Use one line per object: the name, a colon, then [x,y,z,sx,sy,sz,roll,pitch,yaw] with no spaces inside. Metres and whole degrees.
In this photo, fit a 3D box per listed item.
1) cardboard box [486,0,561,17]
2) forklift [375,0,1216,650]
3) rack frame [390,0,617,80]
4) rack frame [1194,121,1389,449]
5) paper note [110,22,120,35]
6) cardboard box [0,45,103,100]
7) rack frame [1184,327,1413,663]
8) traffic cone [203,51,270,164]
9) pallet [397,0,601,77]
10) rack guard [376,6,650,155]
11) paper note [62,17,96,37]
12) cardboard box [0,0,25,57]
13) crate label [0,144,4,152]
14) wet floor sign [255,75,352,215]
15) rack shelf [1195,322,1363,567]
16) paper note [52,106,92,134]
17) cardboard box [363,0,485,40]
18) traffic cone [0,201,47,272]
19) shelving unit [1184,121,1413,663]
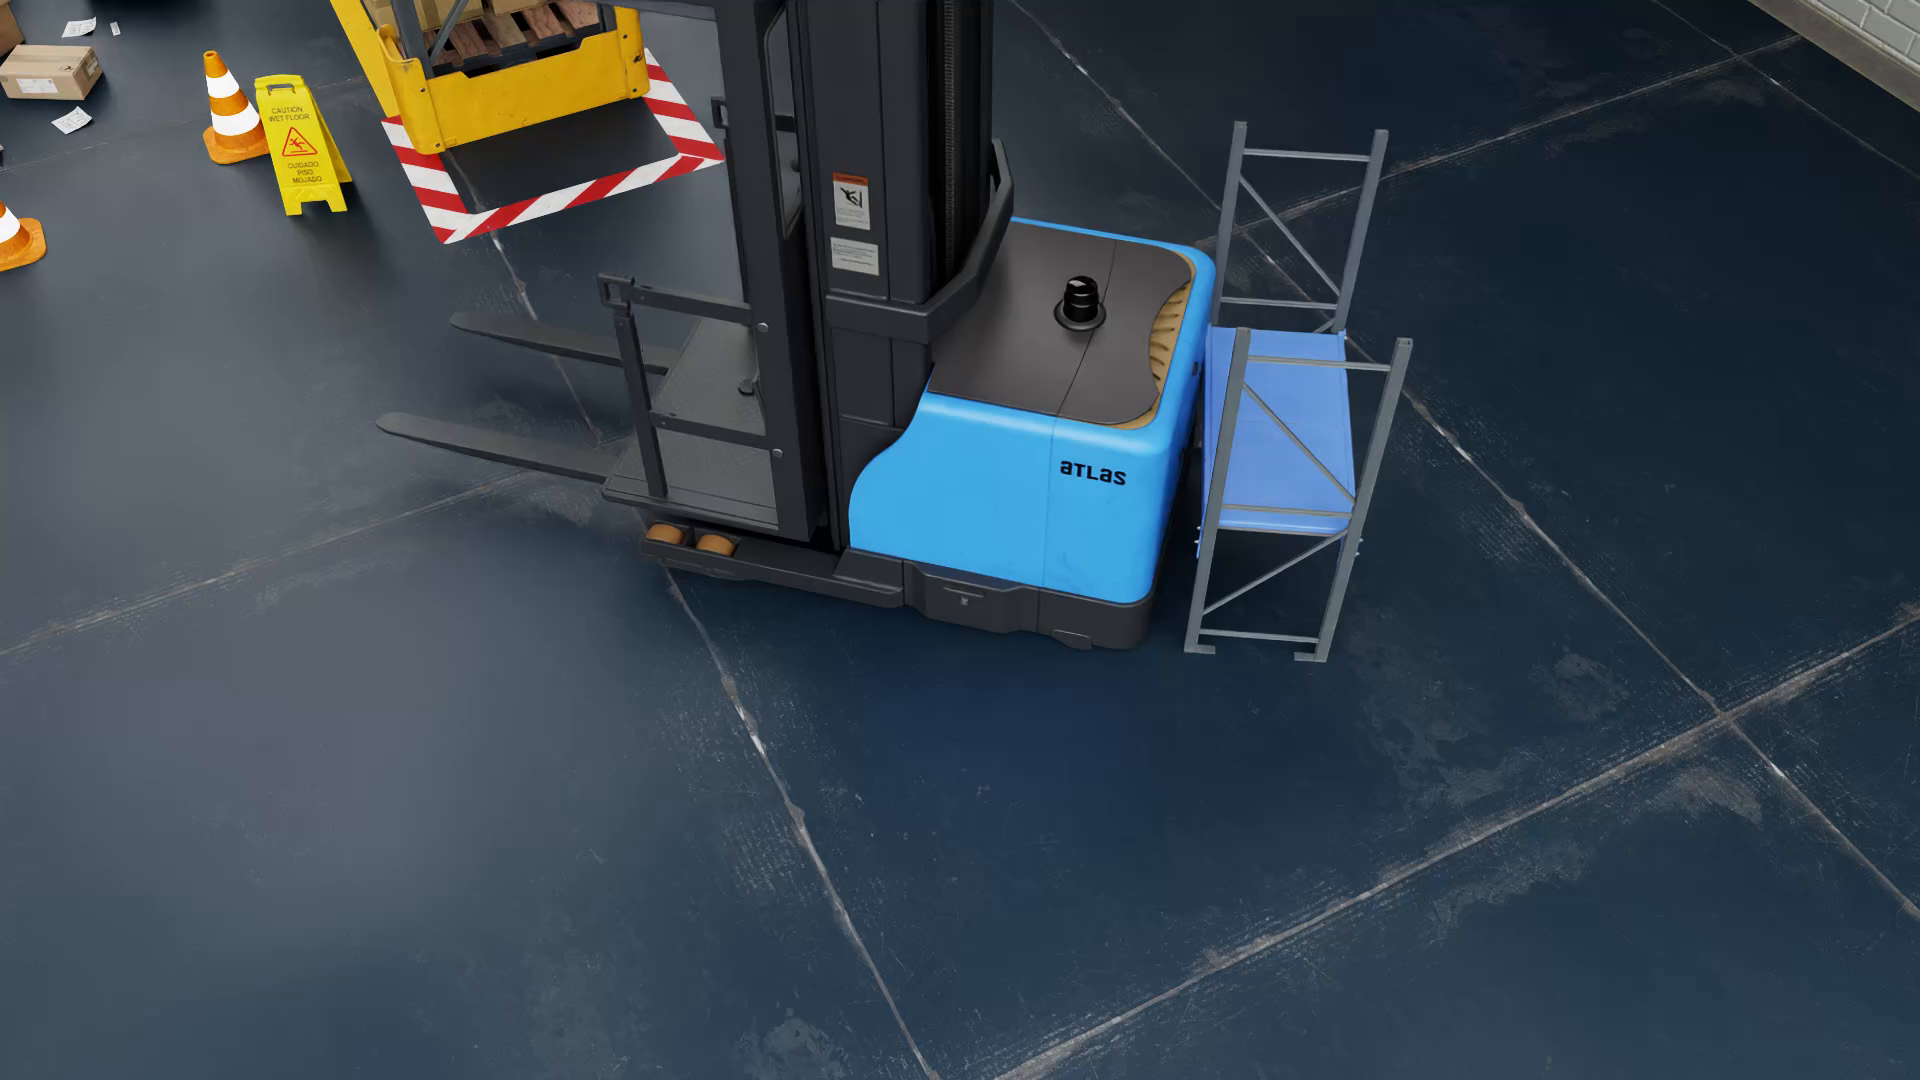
cardboard box: [-2.190,-2.920,8.358,0.500,0.250,0.500,-22,52,-18]
forklift: [-0.684,-1.197,5.350,3.031,2.935,1.130,12,50,10]
rack frame: [-2.067,-3.051,6.926,1.000,3.000,0.127,-21,52,-18]
rack frame: [1.148,-0.852,5.999,0.500,1.500,0.032,4,49,4]
paper note: [-4.339,-2.626,8.540,0.032,0.001,0.123,-21,52,-18]
cardboard box: [-4.463,-2.294,8.157,0.380,0.149,0.250,2,49,2]
rack frame: [1.045,-0.091,5.333,0.500,1.500,0.032,4,49,4]
traffic cone: [-3.411,-2.060,7.744,0.336,0.463,0.334,-21,52,-18]
pallet: [-2.442,-2.740,8.506,1.003,0.211,1.213,-21,52,-18]
rack guard: [-2.102,-2.279,7.911,1.175,0.500,0.348,-21,52,-18]
paper note: [-4.525,-2.637,8.544,0.148,0.019,0.142,-5,49,-5]
cardboard box: [-5.122,-2.533,8.131,0.637,0.503,0.797,18,51,15]
crate label: [-4.657,-1.847,7.775,0.298,0.136,0.250,26,54,21]
wet floor sign: [-2.932,-1.781,7.379,0.267,0.644,0.232,-5,49,-5]
rack shelf: [1.096,-0.353,5.801,0.538,0.185,1.000,4,49,4]
paper note: [-4.270,-2.021,7.997,0.142,0.019,0.148,35,57,27]
cardboard box: [-2.687,-2.749,8.209,0.500,0.250,0.500,-21,52,-18]
traffic cone: [-4.242,-1.450,7.211,0.336,0.463,0.334,-21,52,-18]
shelving unit: [1.096,-0.471,5.666,0.538,1.500,1.048,4,49,4]
